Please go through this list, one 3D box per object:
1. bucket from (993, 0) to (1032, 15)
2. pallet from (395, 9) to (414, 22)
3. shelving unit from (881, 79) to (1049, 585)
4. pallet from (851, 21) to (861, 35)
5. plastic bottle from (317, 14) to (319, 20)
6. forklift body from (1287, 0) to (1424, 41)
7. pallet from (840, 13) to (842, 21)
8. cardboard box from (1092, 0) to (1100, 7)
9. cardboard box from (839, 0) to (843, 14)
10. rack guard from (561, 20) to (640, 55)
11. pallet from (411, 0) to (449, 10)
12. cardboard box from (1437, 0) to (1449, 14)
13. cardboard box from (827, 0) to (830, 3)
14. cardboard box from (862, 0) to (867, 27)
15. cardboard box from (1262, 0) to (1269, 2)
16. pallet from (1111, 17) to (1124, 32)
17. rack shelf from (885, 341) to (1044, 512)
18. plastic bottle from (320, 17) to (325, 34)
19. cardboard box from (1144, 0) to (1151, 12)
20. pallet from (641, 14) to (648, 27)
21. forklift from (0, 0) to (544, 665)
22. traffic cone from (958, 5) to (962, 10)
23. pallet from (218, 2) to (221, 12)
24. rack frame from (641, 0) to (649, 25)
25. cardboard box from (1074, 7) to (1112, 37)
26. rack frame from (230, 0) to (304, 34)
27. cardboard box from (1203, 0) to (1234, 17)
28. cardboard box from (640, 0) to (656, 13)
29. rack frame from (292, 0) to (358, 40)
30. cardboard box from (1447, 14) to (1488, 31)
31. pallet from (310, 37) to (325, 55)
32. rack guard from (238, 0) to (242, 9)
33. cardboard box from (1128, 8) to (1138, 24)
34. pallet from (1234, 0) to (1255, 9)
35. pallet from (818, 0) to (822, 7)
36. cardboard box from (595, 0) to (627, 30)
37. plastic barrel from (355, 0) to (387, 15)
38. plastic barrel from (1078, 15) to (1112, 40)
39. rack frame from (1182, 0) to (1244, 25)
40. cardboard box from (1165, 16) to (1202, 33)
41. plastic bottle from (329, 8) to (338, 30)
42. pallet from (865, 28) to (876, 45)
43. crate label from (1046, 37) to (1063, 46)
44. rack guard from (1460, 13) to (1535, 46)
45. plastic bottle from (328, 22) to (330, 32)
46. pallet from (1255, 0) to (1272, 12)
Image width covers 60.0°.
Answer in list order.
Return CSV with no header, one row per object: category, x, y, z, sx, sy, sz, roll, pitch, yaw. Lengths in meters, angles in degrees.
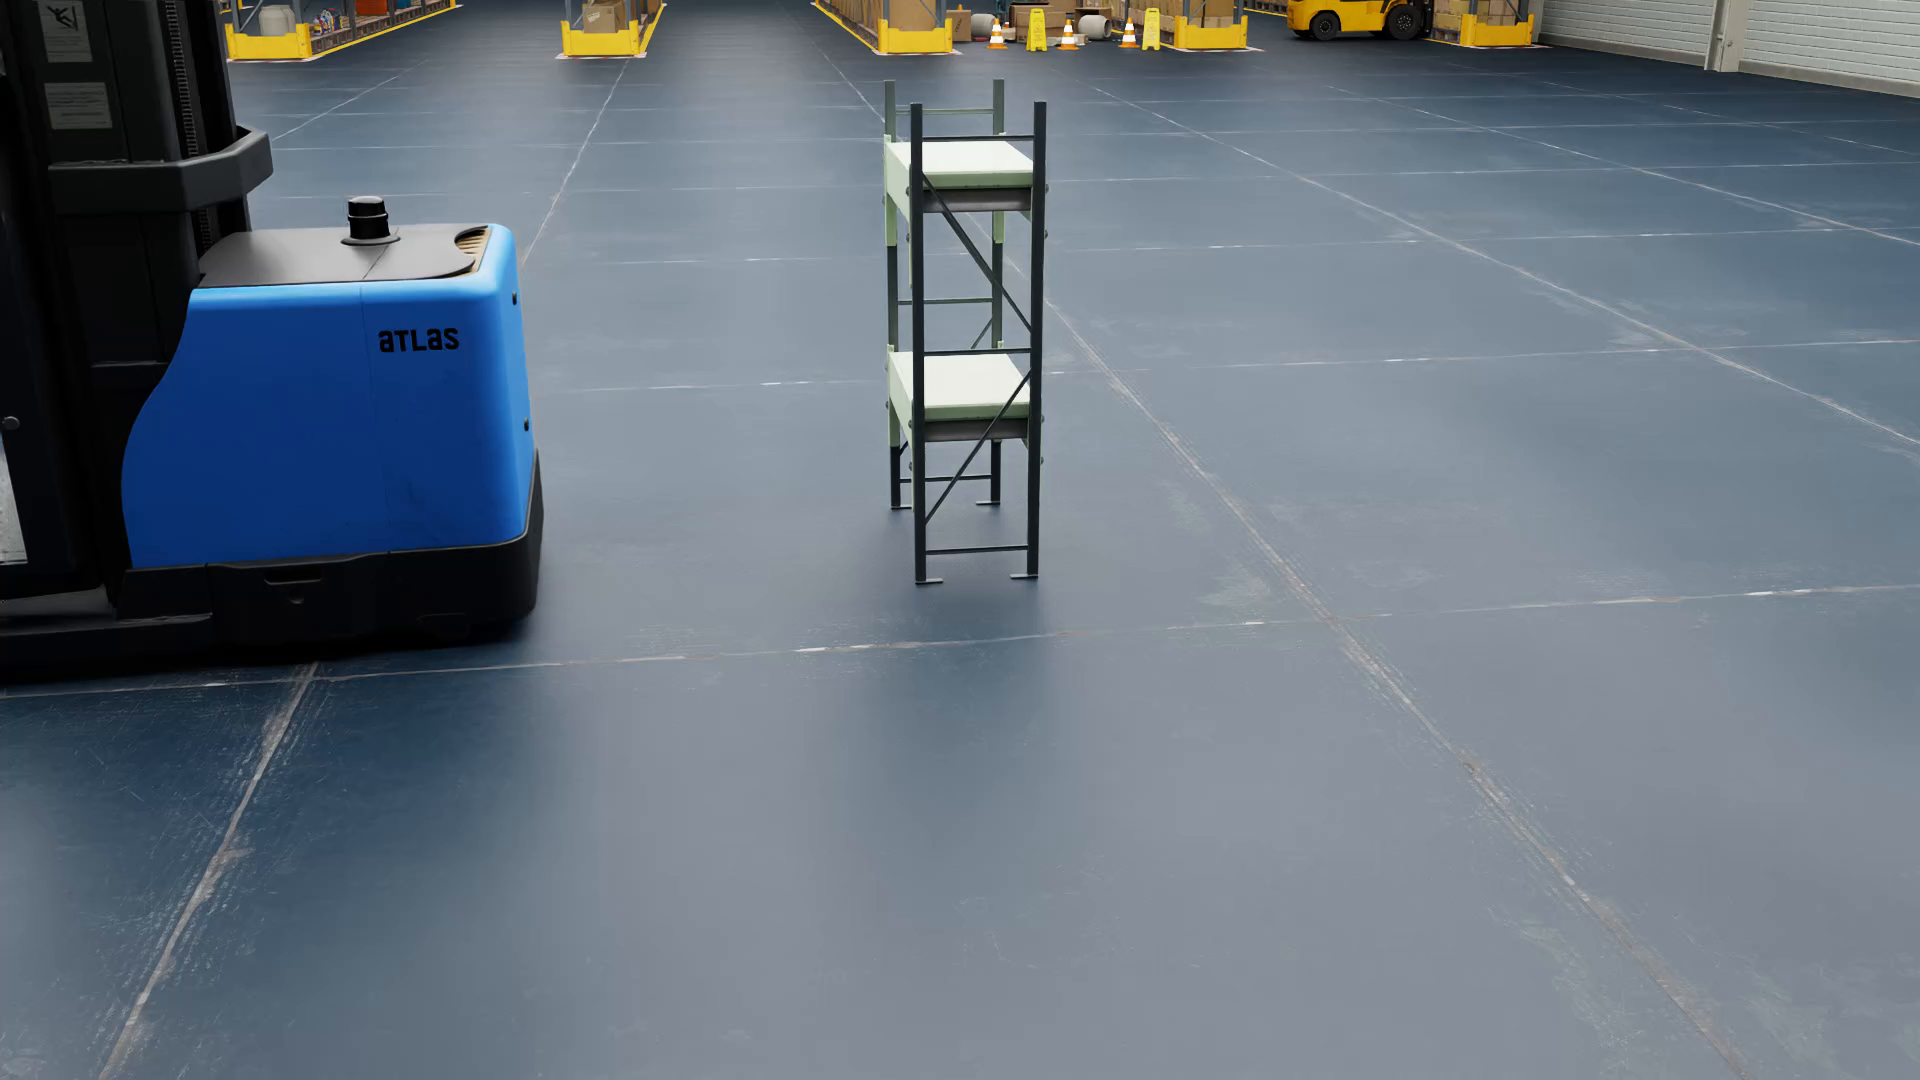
bucket,1.003,-9.906,30.459,0.726,0.611,0.620,4,11,11
pallet,-12.026,-10.965,34.771,1.003,0.211,1.213,-3,21,-8
shelving unit,0.001,-0.700,5.448,0.431,1.500,0.755,-3,21,-8
pallet,-1.484,-9.616,31.160,1.003,0.211,1.213,-3,21,-8
plastic bottle,-10.756,-8.679,27.919,0.061,0.283,0.133,-3,21,-8
forklift body,6.995,-9.977,29.355,2.313,2.155,1.214,-3,21,-8
pallet,-1.986,-11.008,34.887,1.003,0.211,1.213,-3,21,-8
cardboard box,3.195,-10.843,33.615,0.950,0.372,0.625,-3,21,-9
cardboard box,-1.876,-10.971,33.418,1.050,0.750,0.750,-3,21,-8
rack guard,-5.655,-7.914,26.190,1.175,0.500,0.348,-3,21,-8
pallet,-12.772,-12.755,39.564,1.003,0.211,1.213,-3,21,-8
cardboard box,8.632,-9.280,28.890,0.500,0.250,0.500,-3,21,-8
cardboard box,-2.845,-12.408,38.126,0.380,0.149,0.250,-3,21,-7
cardboard box,-1.277,-9.639,29.673,0.875,0.875,0.875,-3,21,-7
cardboard box,7.277,-12.628,38.212,0.500,0.500,0.500,-3,21,-8
pallet,3.472,-9.906,31.938,1.003,0.211,1.213,-3,21,-8
rack shelf,0.001,-0.395,5.562,0.431,0.370,0.720,-3,21,-8
plastic bottle,-10.548,-8.499,27.455,0.097,0.271,0.097,0,20,0
cardboard box,3.565,-9.621,29.446,0.500,0.500,0.500,-2,21,-5
pallet,-6.686,-10.251,32.862,1.003,0.211,1.213,-3,21,-8
forklift,-2.841,-1.146,4.596,3.031,2.935,1.130,-4,21,-11
traffic cone,0.003,-10.011,31.858,0.336,0.463,0.334,-3,21,-8
pallet,-17.455,-12.070,37.731,1.003,0.211,1.213,-3,21,-8
rack frame,-6.798,-11.828,33.099,1.000,3.000,0.127,-3,21,-8
cardboard box,2.393,-9.334,29.989,0.500,0.500,0.500,12,24,29
rack frame,-10.546,-8.809,25.014,1.000,3.000,0.127,-3,21,-8
cardboard box,4.315,-9.120,28.104,0.500,0.500,0.500,-4,21,-10
cardboard box,-6.876,-11.270,34.040,1.225,0.875,0.875,-4,21,-10
rack frame,-11.122,-10.194,28.722,1.000,3.000,0.127,-3,21,-8
cardboard box,8.693,-8.865,28.495,0.500,0.250,0.500,-3,21,-7
pallet,-10.715,-7.808,26.320,1.003,0.211,1.213,-3,21,-8
rack guard,-17.743,-12.903,39.547,1.175,0.500,0.348,-3,21,-8
cardboard box,3.403,-9.634,30.553,0.500,0.250,0.500,-4,21,-10
pallet,7.246,-12.896,39.943,1.003,0.211,1.213,-3,21,-8
pallet,-2.935,-13.198,40.750,1.003,0.211,1.213,-3,21,-8
cardboard box,-5.946,-8.920,28.283,0.500,0.500,0.500,-5,21,-13
plastic barrel,-11.786,-10.927,33.187,0.600,0.830,0.708,-3,21,-8
plastic barrel,2.366,-8.990,29.182,0.512,0.421,0.421,12,24,30
rack frame,4.162,-9.558,27.021,1.000,3.000,0.127,-3,21,-8
cardboard box,3.776,-8.742,28.164,0.500,0.250,0.500,-3,21,-8
plastic bottle,-10.717,-8.884,28.372,0.144,0.351,0.185,-4,21,-10
pallet,-1.087,-8.662,28.606,1.003,0.211,1.213,-3,21,-8
crate label,1.599,-8.397,28.001,0.250,0.136,0.298,-15,25,-35
rack guard,9.077,-8.631,28.110,1.175,0.500,0.348,-3,21,-8
plastic bottle,-10.606,-8.606,27.842,0.097,0.201,0.097,0,20,0
pallet,7.498,-12.379,38.558,1.003,0.211,1.213,-3,21,-8
